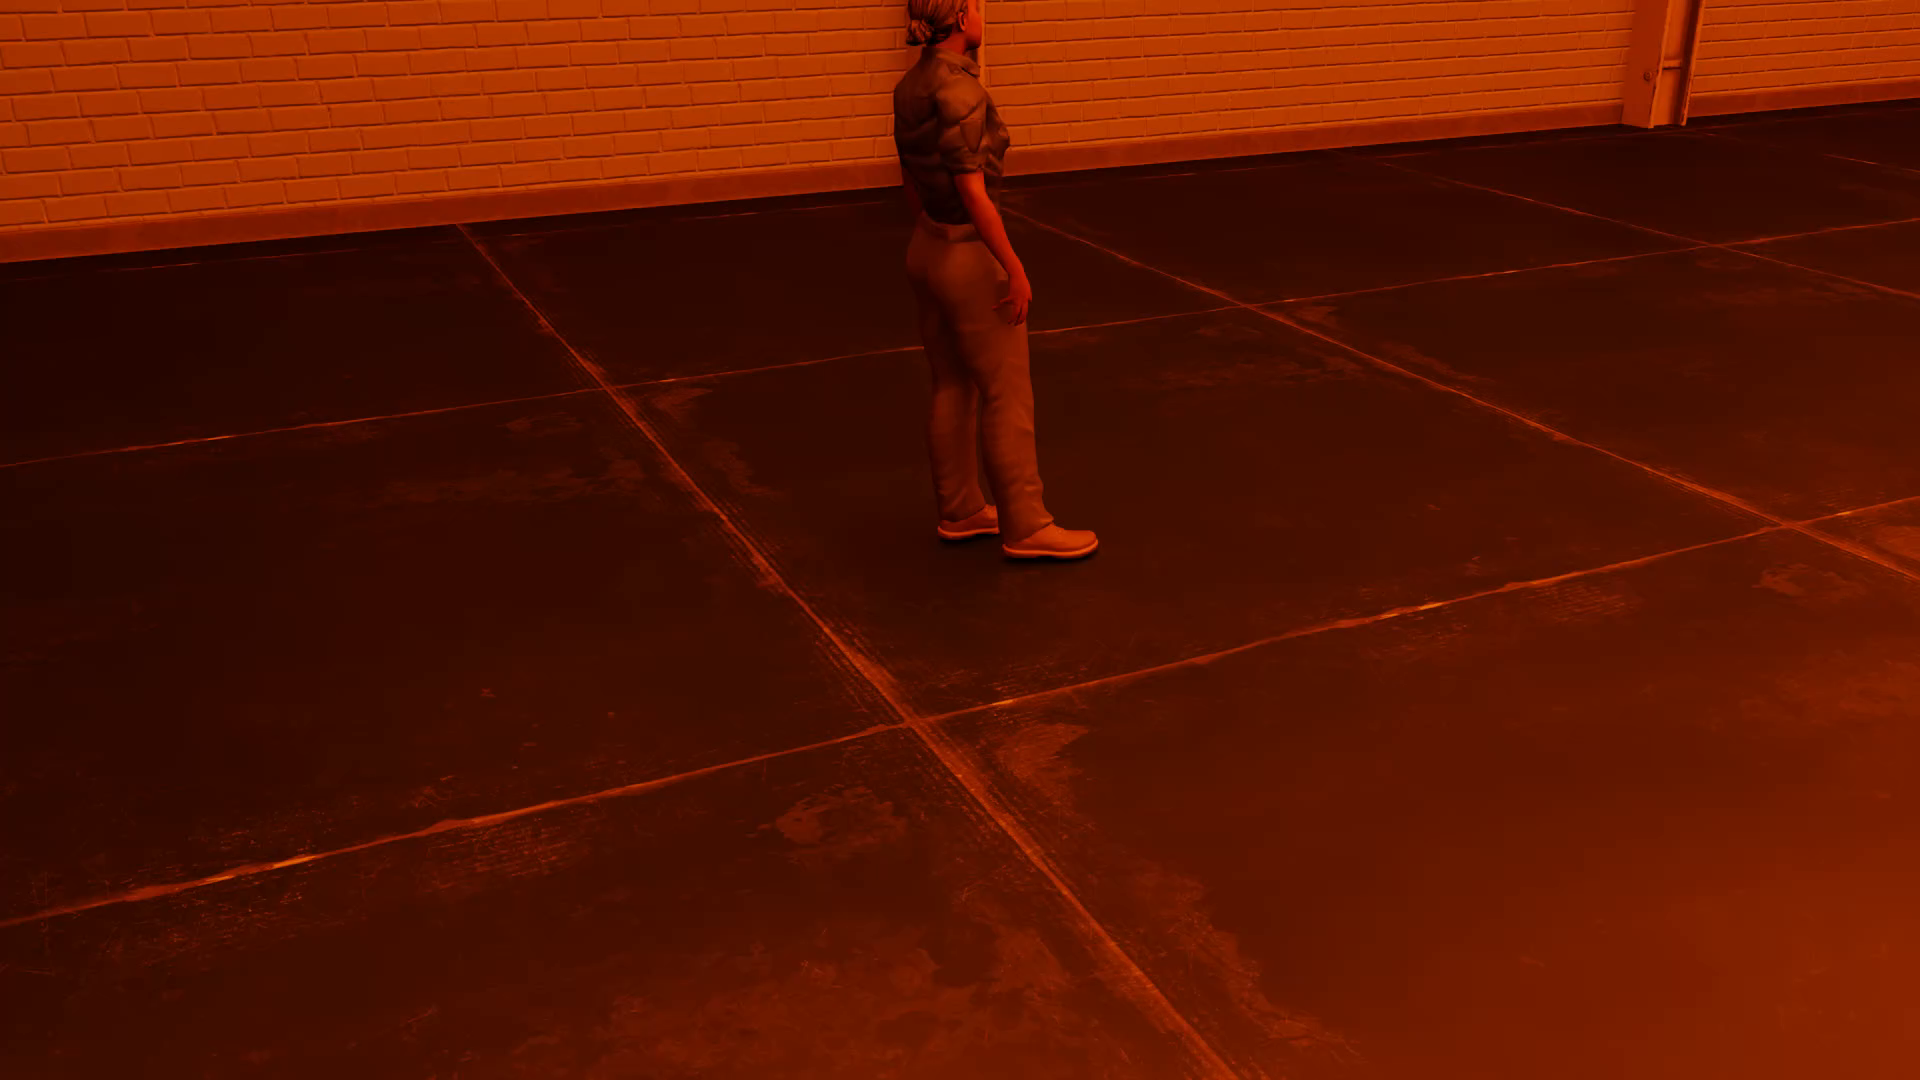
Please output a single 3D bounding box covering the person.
[{"bbox_3d":[0.088,-0.778,4.804,0.503,1.656,0.569,-10,25,-23],"label":"person"}]
